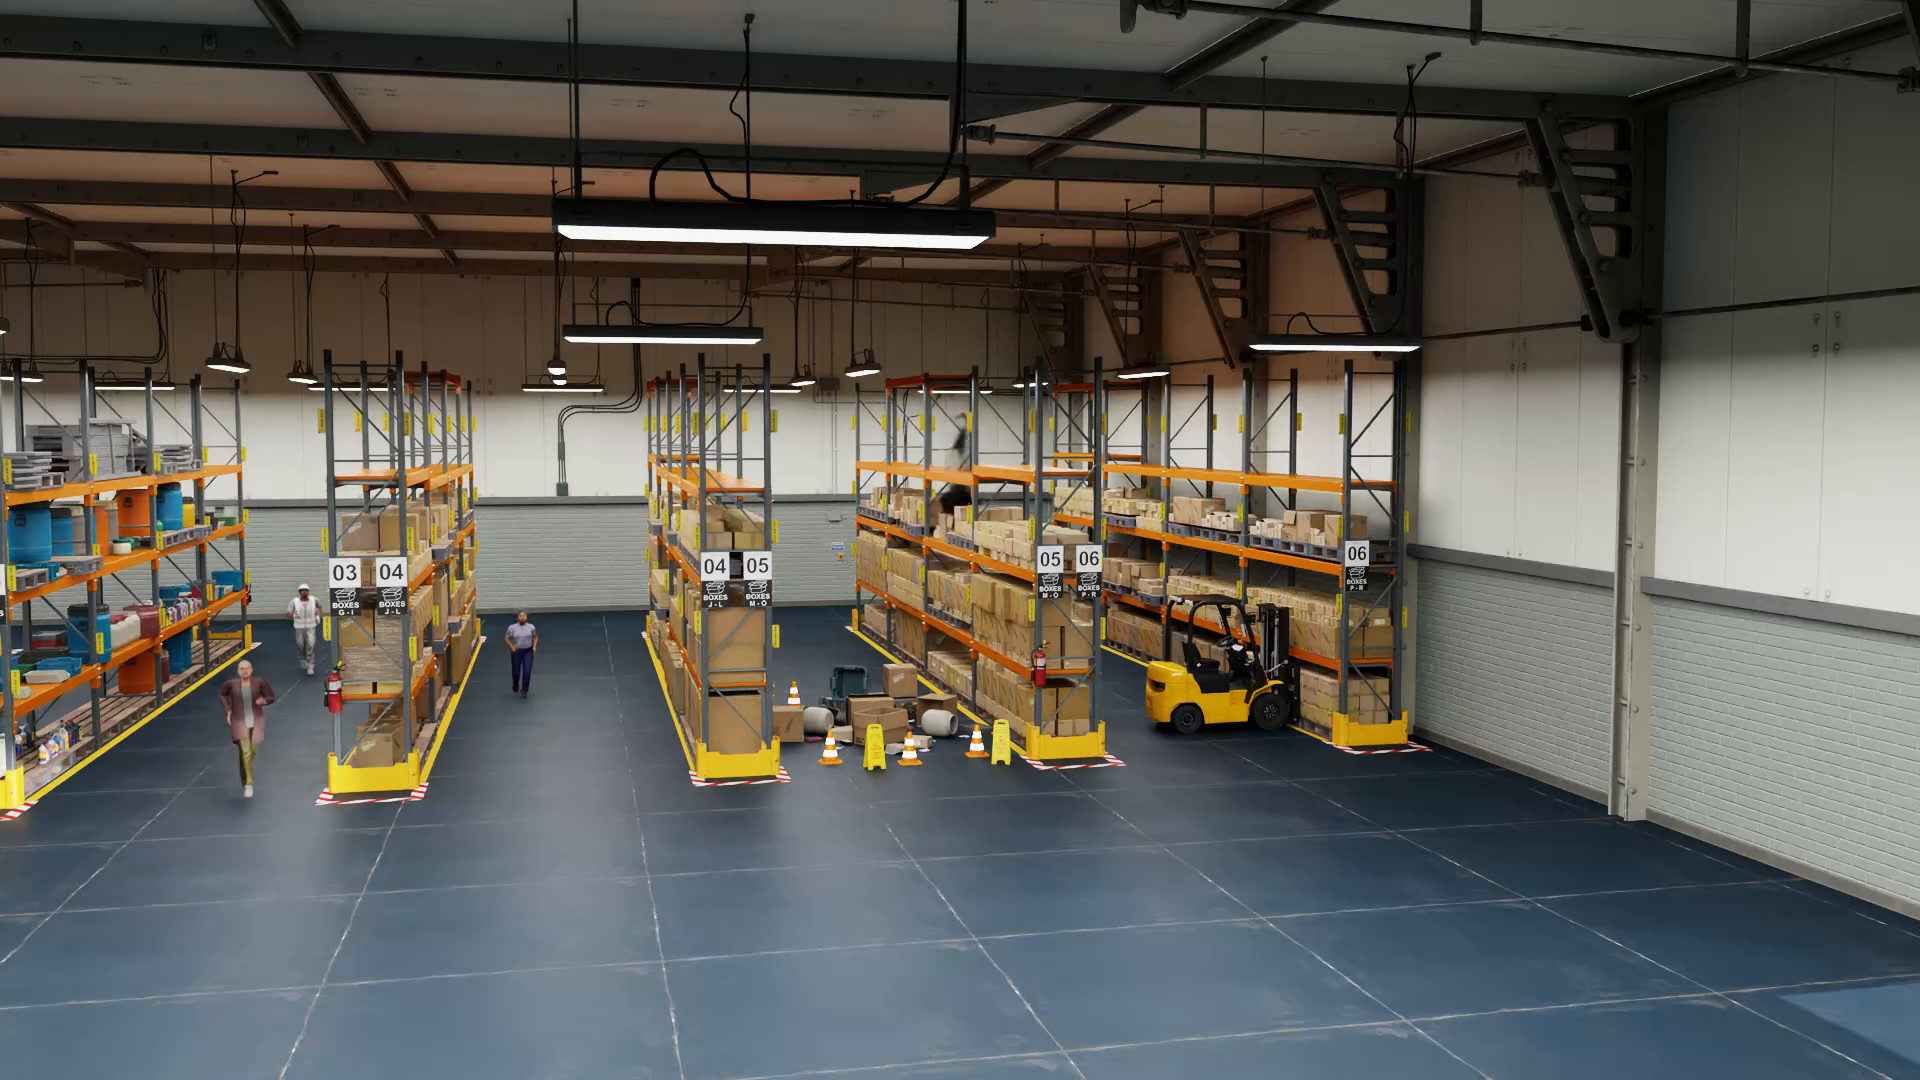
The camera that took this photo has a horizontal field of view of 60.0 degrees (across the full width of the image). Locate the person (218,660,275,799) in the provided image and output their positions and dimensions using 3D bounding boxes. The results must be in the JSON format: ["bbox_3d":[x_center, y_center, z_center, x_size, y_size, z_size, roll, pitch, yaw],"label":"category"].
[{"bbox_3d":[-9.687,2.542,22.646,0.674,1.837,0.919,-3,5,-34],"label":"person"}]

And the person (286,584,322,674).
[{"bbox_3d":[-13.129,1.762,33.316,0.683,1.771,0.969,-2,4,-23],"label":"person"}]

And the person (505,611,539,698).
[{"bbox_3d":[-8.013,2.085,30.456,0.595,1.601,0.561,-1,4,-20],"label":"person"}]
